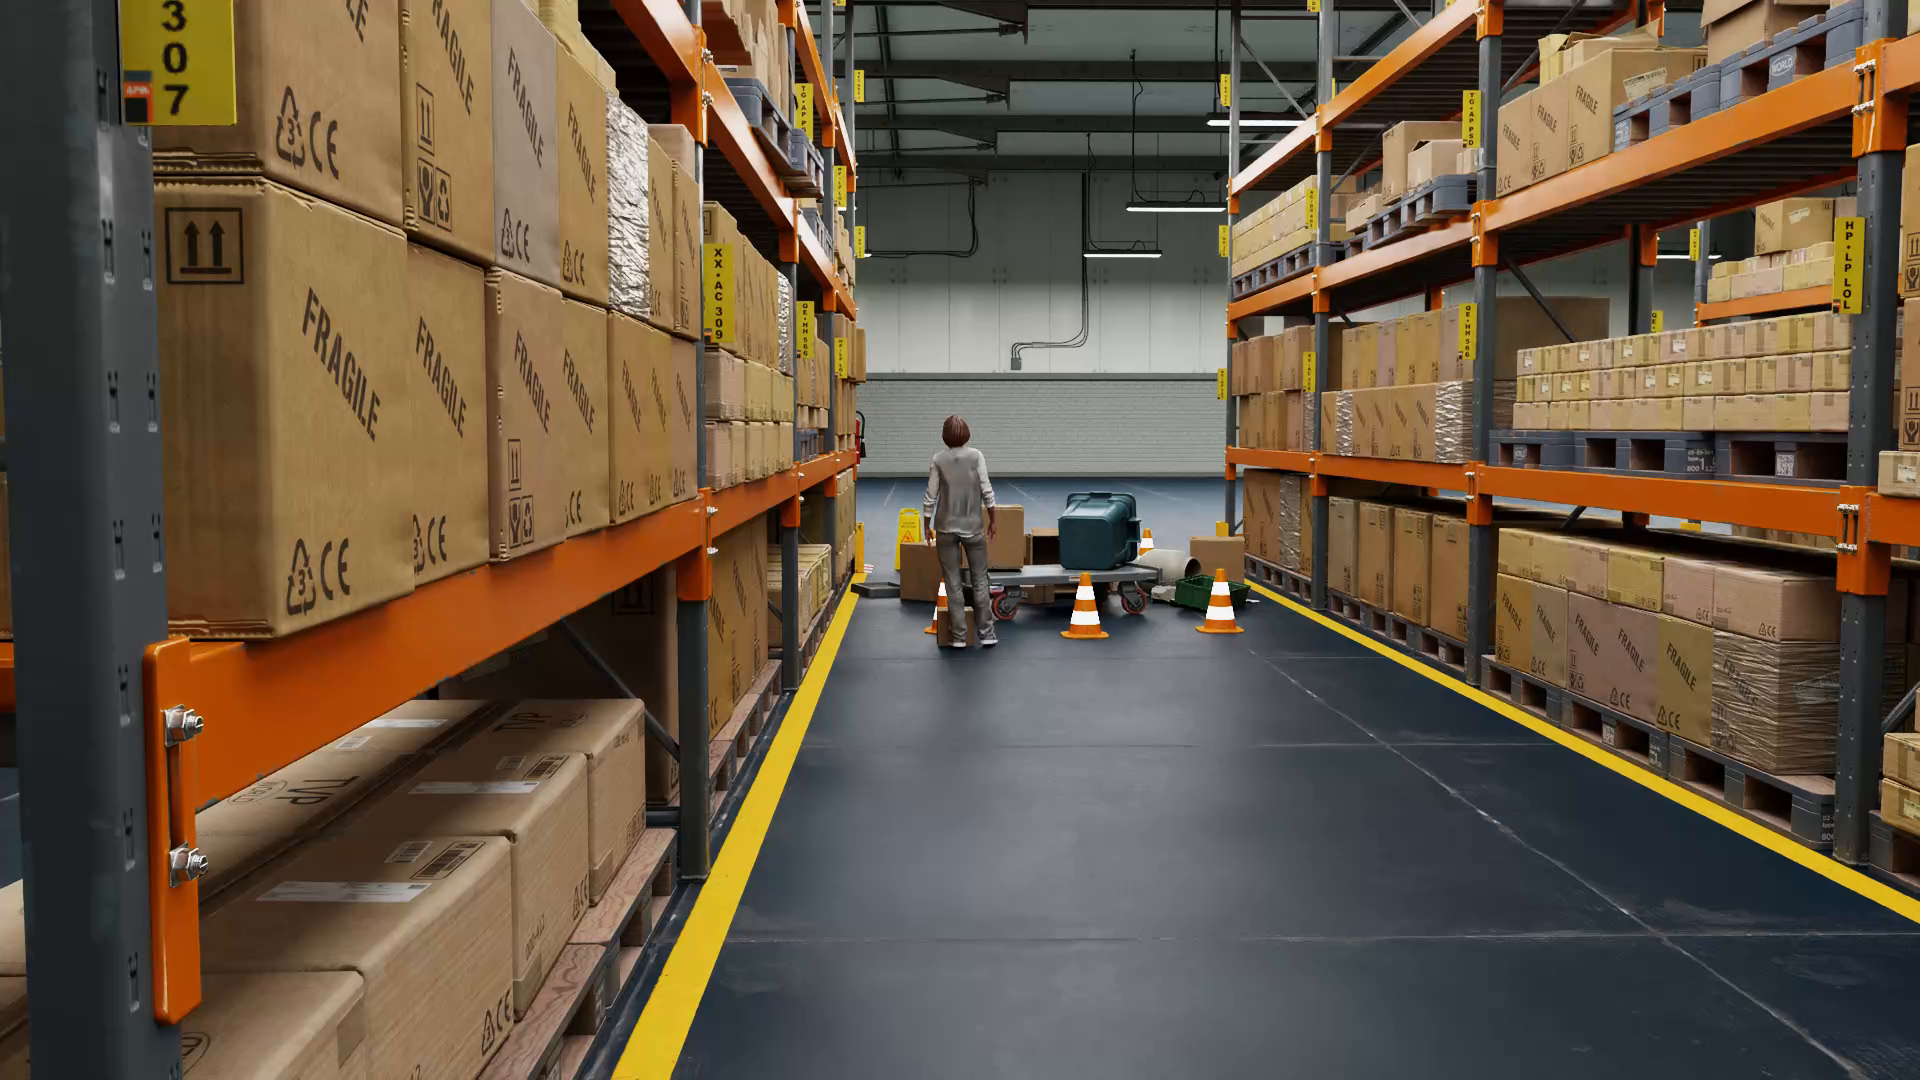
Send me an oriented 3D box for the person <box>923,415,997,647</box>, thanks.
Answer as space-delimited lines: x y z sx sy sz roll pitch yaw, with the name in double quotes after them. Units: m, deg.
0.005 -0.059 11.455 0.521 1.598 0.473 0 4 -1 "person"
